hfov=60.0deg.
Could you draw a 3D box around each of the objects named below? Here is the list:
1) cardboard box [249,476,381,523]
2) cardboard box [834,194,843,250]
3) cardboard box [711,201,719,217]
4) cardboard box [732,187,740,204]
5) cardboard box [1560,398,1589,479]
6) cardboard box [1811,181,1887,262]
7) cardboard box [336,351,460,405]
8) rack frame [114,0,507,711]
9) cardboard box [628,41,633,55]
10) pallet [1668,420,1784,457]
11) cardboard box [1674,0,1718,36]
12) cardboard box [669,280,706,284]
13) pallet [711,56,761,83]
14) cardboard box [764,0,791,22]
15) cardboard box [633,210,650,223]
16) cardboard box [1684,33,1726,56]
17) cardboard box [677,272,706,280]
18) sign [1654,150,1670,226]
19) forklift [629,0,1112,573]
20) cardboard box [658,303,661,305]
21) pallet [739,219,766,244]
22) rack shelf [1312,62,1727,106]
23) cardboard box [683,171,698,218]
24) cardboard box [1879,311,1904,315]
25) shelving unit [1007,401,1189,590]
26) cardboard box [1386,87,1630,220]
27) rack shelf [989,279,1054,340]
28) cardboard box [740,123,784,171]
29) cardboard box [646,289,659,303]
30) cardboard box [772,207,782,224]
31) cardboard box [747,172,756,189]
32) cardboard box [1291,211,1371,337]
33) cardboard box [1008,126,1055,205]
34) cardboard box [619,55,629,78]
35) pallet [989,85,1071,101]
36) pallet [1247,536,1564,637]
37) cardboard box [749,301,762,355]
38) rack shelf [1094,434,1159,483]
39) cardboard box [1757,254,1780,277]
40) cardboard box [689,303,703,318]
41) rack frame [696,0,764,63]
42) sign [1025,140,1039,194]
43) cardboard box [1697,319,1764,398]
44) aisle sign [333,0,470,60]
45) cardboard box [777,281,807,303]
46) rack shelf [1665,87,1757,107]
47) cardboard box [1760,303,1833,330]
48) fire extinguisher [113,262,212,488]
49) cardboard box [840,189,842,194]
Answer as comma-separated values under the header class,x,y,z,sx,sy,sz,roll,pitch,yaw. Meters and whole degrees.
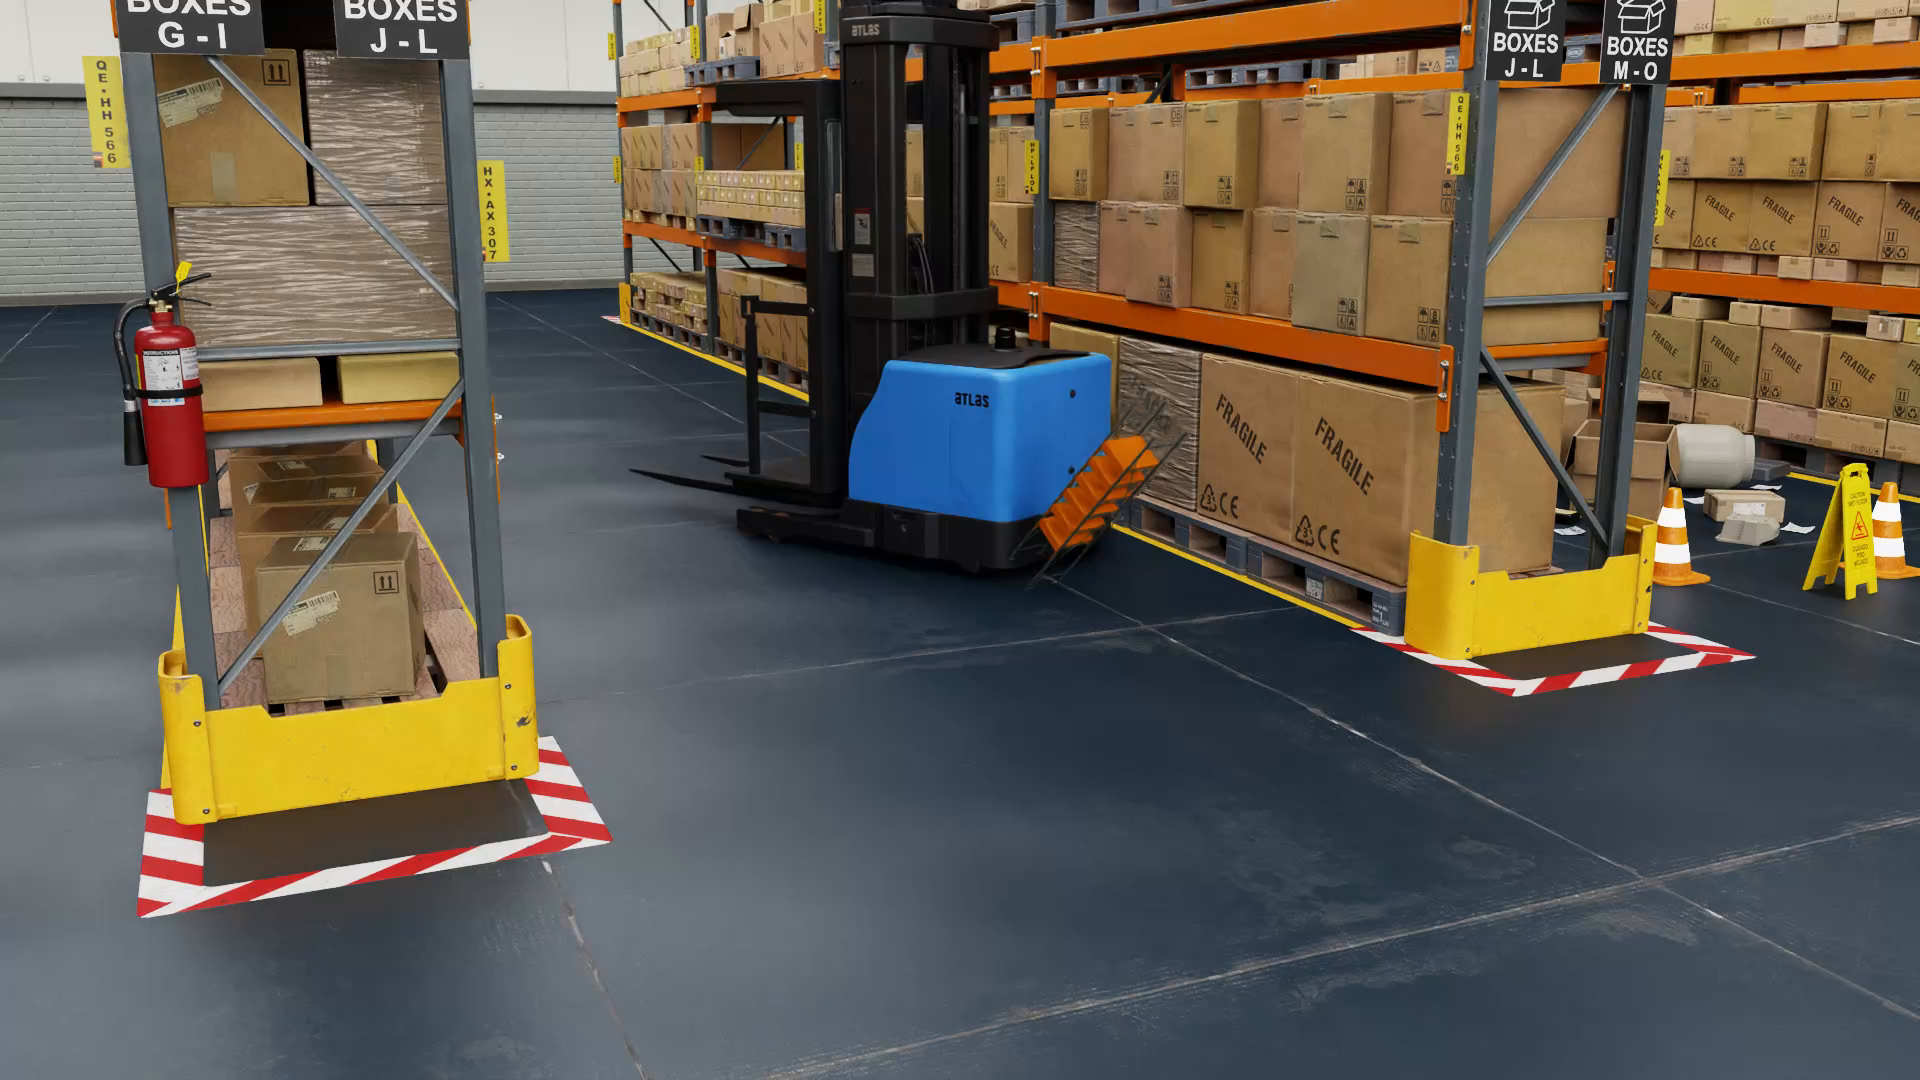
class,x,y,z,sx,sy,sz,roll,pitch,yaw
cardboard box,-2.775,0.024,7.225,0.500,0.500,0.500,-4,14,-18
cardboard box,-0.723,-2.619,13.810,0.500,0.500,0.500,-5,14,-22
cardboard box,-2.308,-3.364,16.878,0.380,0.149,0.250,-6,14,-23
cardboard box,-1.991,-3.347,16.145,0.380,0.149,0.250,-6,14,-24
cardboard box,3.639,-0.679,10.885,0.797,0.637,0.503,-6,14,-23
cardboard box,5.995,-2.097,10.896,0.500,0.500,0.500,-5,14,-22
cardboard box,-1.932,-0.565,5.716,0.380,0.149,0.250,-6,14,-23
rack frame,-2.036,-0.607,5.340,1.000,3.000,0.127,-6,14,-23
cardboard box,-3.811,-5.961,20.162,0.380,0.149,0.250,-6,14,-23
pallet,5.743,-0.834,12.507,1.003,0.211,1.213,-6,14,-23
cardboard box,5.367,-3.746,11.924,0.500,0.250,0.500,-6,14,-24
cardboard box,-3.228,-2.993,19.721,0.380,0.149,0.250,-6,14,-23
pallet,-1.690,-4.532,16.063,1.213,0.211,1.003,-6,14,-23
cardboard box,-1.590,-4.894,15.291,0.396,0.266,0.258,-6,14,-23
cardboard box,-3.832,-4.012,20.608,0.380,0.149,0.250,-6,14,-25
cardboard box,5.393,-3.522,11.838,0.380,0.149,0.250,-6,14,-23
cardboard box,-3.368,-3.302,21.055,0.380,0.149,0.250,-5,14,-22
sign,3.060,-1.543,7.290,0.100,0.325,0.005,-6,14,-23
forklift,-0.647,-1.502,9.361,3.031,2.935,1.130,10,16,36
cardboard box,-3.466,-2.814,20.268,0.380,0.149,0.250,-6,14,-23
pallet,-1.486,-2.999,16.100,1.003,0.211,1.213,-6,14,-23
rack shelf,4.641,-3.853,14.307,1.077,0.370,4.000,-6,14,-23
cardboard box,-2.710,-3.781,18.174,0.500,0.500,0.500,-6,14,-23
cardboard box,9.465,-2.093,16.096,0.875,0.625,0.625,-6,14,-24
shelving unit,0.642,-0.196,7.991,0.258,1.200,0.189,-11,61,-40
cardboard box,2.436,-1.713,7.393,0.875,0.550,0.550,-6,14,-23
rack shelf,0.146,-1.923,12.623,1.077,0.370,4.000,-6,14,-23
cardboard box,-2.215,-4.309,18.238,0.500,0.500,0.500,-5,14,-22
cardboard box,-3.645,-3.002,20.419,0.380,0.149,0.250,-5,14,-21
cardboard box,-1.475,-2.934,15.021,0.380,0.149,0.250,-5,14,-22
cardboard box,-1.788,-3.386,15.655,0.380,0.149,0.250,-5,14,-20
cardboard box,2.119,-1.291,7.965,0.875,0.550,0.550,-6,14,-23
cardboard box,0.743,-2.498,11.073,0.700,0.500,0.500,-6,14,-24
cardboard box,-3.918,-5.855,20.589,0.500,0.250,0.500,-5,14,-22
pallet,0.942,-6.074,22.504,1.003,0.211,1.213,-6,14,-23
pallet,2.157,0.166,8.183,1.003,0.211,1.213,-6,14,-23
cardboard box,-1.769,-2.107,16.435,0.500,0.500,0.500,-5,14,-22
rack shelf,0.785,-0.382,7.780,0.258,0.103,0.180,-11,61,-40
cardboard box,5.760,-1.906,11.510,0.380,0.149,0.250,-6,14,-23
cardboard box,-2.795,-2.565,18.532,0.380,0.149,0.250,-6,14,-26
rack frame,-2.258,-6.436,17.221,1.000,3.000,0.127,-6,14,-23
sign,0.454,-2.335,10.414,0.100,0.325,0.005,-6,14,-23
cardboard box,5.656,-1.303,11.851,0.500,0.500,0.500,-5,14,-21
aisle sign,-1.736,-1.888,5.109,0.394,0.787,0.004,-6,14,-23
cardboard box,-1.382,-2.260,15.432,0.500,0.250,0.500,-5,14,-22
rack shelf,7.585,-5.128,19.818,1.077,0.370,4.000,-6,14,-23
cardboard box,5.744,-1.536,11.419,0.380,0.149,0.250,-5,14,-20
fire extinguisher,-2.412,-0.504,5.067,0.296,0.674,0.183,-6,14,-23
cardboard box,-0.885,-3.143,15.263,0.380,0.149,0.250,-6,14,-25
